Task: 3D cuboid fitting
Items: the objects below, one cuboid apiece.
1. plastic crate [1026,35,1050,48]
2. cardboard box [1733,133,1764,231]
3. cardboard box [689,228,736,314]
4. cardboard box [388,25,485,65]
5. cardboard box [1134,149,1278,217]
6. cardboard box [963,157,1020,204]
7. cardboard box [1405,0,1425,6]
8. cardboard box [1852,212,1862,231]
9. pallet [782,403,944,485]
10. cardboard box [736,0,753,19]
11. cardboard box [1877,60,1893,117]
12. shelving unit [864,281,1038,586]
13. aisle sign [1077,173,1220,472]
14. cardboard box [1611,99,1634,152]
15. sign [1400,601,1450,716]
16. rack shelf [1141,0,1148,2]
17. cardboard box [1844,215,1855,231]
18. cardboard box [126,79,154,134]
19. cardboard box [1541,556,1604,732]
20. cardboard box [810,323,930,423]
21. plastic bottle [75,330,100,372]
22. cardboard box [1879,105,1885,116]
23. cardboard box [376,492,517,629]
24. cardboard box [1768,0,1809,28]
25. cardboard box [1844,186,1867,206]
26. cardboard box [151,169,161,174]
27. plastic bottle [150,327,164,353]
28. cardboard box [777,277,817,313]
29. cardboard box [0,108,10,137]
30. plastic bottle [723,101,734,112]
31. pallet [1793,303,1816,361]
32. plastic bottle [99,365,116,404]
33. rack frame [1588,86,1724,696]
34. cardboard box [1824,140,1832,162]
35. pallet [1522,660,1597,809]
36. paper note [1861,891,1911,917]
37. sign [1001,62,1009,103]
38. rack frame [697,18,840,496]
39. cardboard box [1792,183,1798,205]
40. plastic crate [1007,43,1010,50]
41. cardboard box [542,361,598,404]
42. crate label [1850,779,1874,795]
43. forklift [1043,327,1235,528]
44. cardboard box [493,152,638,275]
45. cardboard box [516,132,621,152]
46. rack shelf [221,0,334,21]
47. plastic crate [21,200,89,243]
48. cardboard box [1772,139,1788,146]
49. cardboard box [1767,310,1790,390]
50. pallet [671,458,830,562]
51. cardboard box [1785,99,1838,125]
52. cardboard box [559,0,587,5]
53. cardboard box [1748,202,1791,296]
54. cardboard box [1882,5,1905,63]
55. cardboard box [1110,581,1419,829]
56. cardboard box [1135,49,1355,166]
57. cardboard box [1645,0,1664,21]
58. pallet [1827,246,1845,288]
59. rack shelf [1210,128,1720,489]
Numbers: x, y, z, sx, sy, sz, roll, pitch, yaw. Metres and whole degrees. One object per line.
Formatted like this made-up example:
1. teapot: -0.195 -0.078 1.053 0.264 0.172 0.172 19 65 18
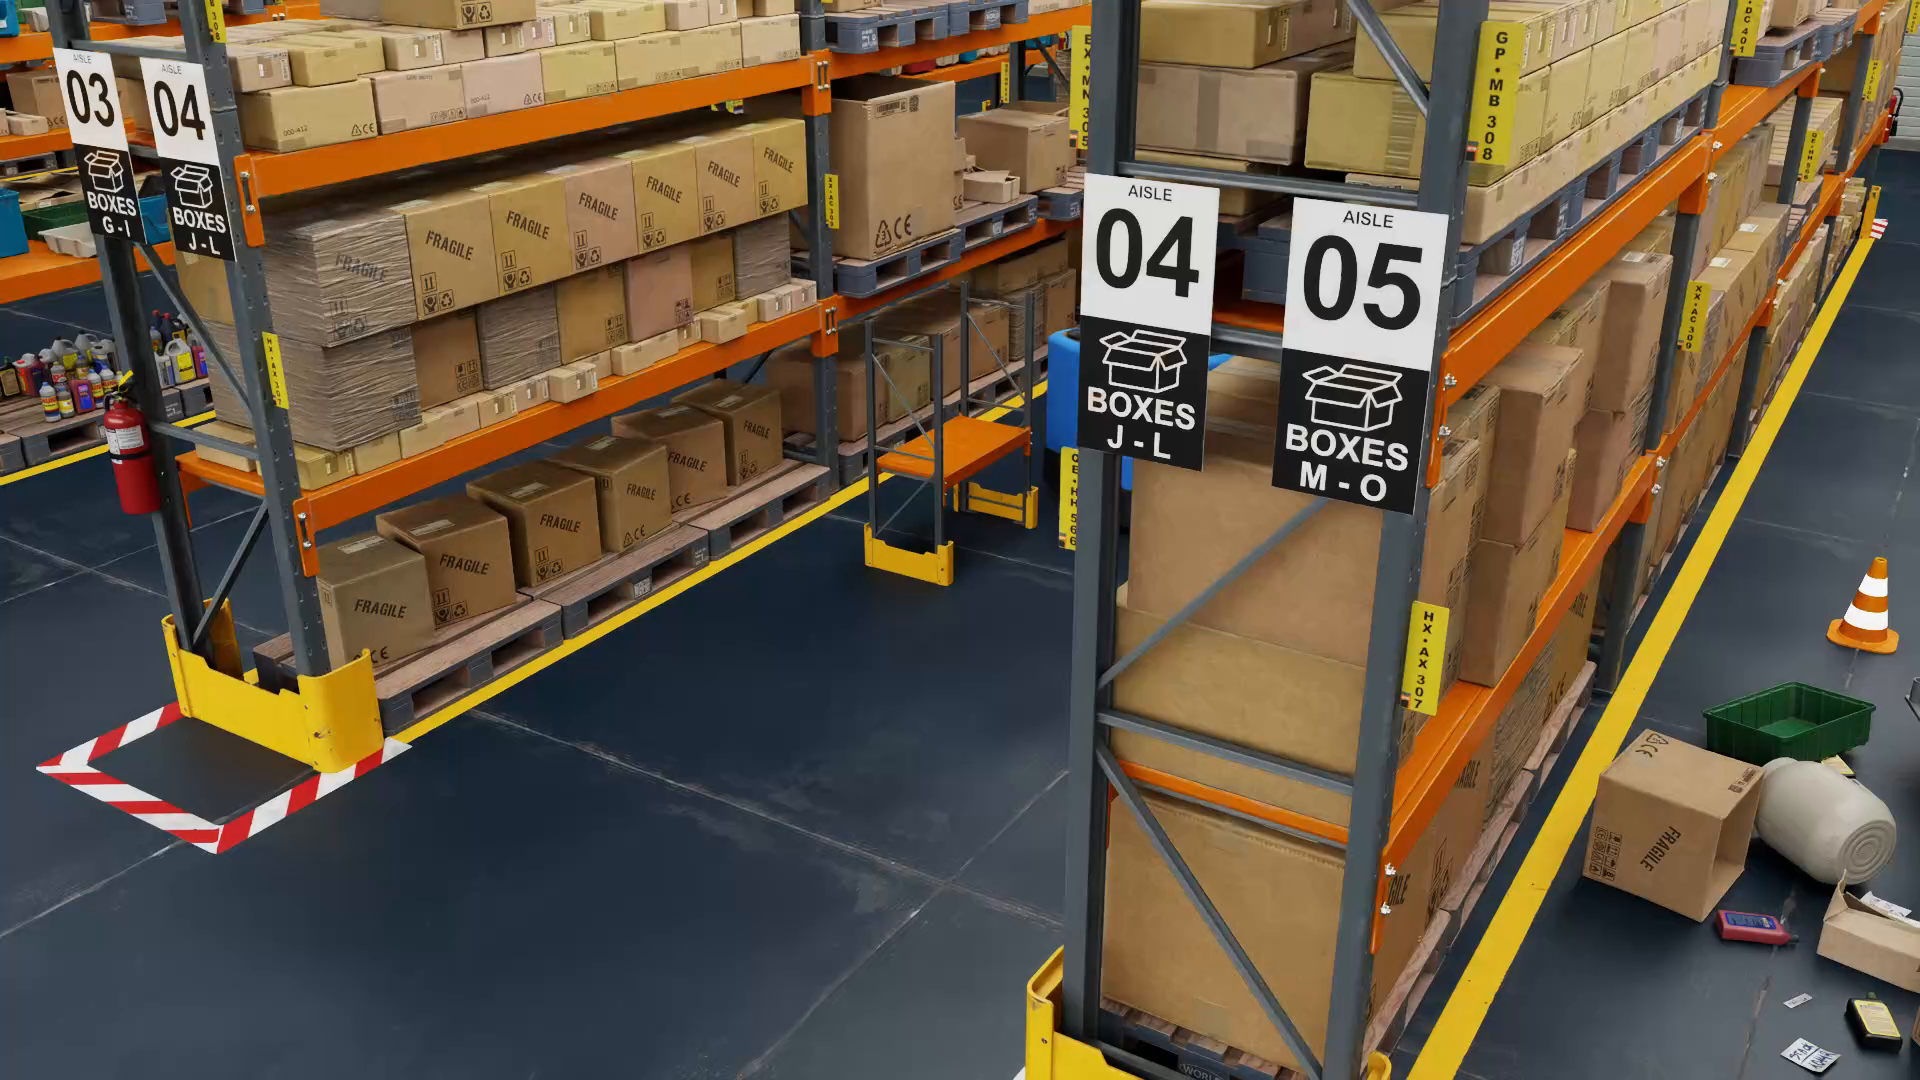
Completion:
1. plastic crate: 0.853 -6.764 21.979 0.616 0.435 0.499 14 27 29
2. cardboard box: 4.508 -2.245 10.276 0.700 0.500 0.500 13 27 28
3. cardboard box: -1.835 -1.666 9.823 0.875 0.500 0.500 14 27 29
4. cardboard box: -2.436 -2.306 7.712 0.380 0.149 0.250 14 27 29
5. cardboard box: 0.686 -1.044 4.771 0.380 0.149 0.250 14 27 29
6. cardboard box: 0.208 -2.646 12.227 0.396 0.266 0.258 13 27 27
7. cardboard box: 1.359 -1.840 5.608 0.380 0.149 0.250 13 27 28
8. cardboard box: 9.089 -3.316 17.194 0.380 0.149 0.250 15 27 31
9. pallet: -0.842 -0.768 11.758 1.003 0.211 1.213 14 27 29
10. cardboard box: -1.396 -3.034 9.393 0.380 0.149 0.250 14 27 30
11. cardboard box: 8.685 -4.392 16.119 0.500 0.500 0.500 14 27 29
12. shelving unit: -0.040 -0.663 9.893 0.587 1.500 1.083 14 27 29
13. aisle sign: 0.507 -0.593 4.571 0.394 0.787 0.004 14 27 29
14. cardboard box: 2.052 -1.421 5.643 0.380 0.149 0.250 14 27 29
15. sign: 1.267 0.324 4.536 0.100 0.325 0.005 14 27 29
16. rack shelf: 1.913 -4.856 14.821 1.077 0.370 4.000 14 27 29
17. cardboard box: 8.668 -3.191 16.530 0.380 0.149 0.250 14 27 30
18. cardboard box: -3.323 -1.958 7.410 0.500 0.250 0.500 15 27 30
19. cardboard box: 2.518 0.269 7.998 0.875 0.875 0.875 14 27 30
20. cardboard box: -0.642 -1.199 11.836 0.700 0.500 0.500 14 27 29
21. plastic bottle: -6.562 -1.416 12.525 0.144 0.351 0.185 14 27 29
22. cardboard box: 9.307 -4.476 17.131 0.380 0.149 0.250 14 27 29
23. cardboard box: -2.732 0.104 8.852 0.500 0.500 0.500 -20 31 -39
24. cardboard box: 4.340 -3.076 9.025 0.500 0.500 0.500 14 27 29
25. cardboard box: 8.965 -3.500 16.870 0.380 0.149 0.250 13 27 28
26. cardboard box: -8.160 -3.825 17.536 0.500 0.311 0.500 14 27 29
27. plastic bottle: -6.212 -1.512 12.848 0.097 0.271 0.097 0 23 0
28. cardboard box: -1.115 -1.535 10.336 0.380 0.149 0.250 14 27 29
29. cardboard box: -9.443 -3.968 15.829 0.500 0.250 0.500 16 28 32
30. plastic bottle: -2.371 -4.467 16.939 0.061 0.283 0.133 14 27 29
31. pallet: 6.719 -1.868 14.299 1.003 0.211 1.213 14 27 29
32. plastic bottle: -6.115 -1.118 11.937 0.097 0.271 0.097 0 23 0
33. rack frame: 2.909 -0.711 8.116 1.000 3.000 0.127 14 27 29
34. cardboard box: 6.951 -3.225 13.711 0.380 0.149 0.250 14 27 29
35. pallet: 2.441 0.809 8.115 1.003 0.211 1.213 14 27 29
36. paper note: 3.747 1.497 6.763 0.155 0.023 0.172 -17 29 -35
37. sign: 0.385 -3.781 13.751 0.100 0.325 0.005 14 27 29
38. rack frame: -1.252 -1.784 10.596 1.000 3.000 0.127 14 27 29
39. cardboard box: 5.851 -2.520 12.083 0.380 0.149 0.250 15 28 31
40. plastic crate: 0.594 -6.466 21.666 0.396 0.136 0.243 14 27 29
41. cardboard box: -2.135 -0.851 8.757 0.380 0.149 0.250 14 27 29
42. crate label: 3.917 1.164 7.388 0.298 0.136 0.250 -3 24 -7
43. forklift: 2.083 -1.817 10.757 3.031 2.935 1.130 -13 27 -27
44. cardboard box: -2.049 -1.710 8.666 0.500 0.500 0.500 14 27 29
45. cardboard box: -2.232 -1.989 9.310 0.500 0.500 0.500 14 27 29
46. rack shelf: -4.404 -4.544 14.100 1.077 0.370 4.000 14 27 29
47. plastic crate: -6.415 -2.326 12.114 0.450 0.188 0.662 14 27 29
48. cardboard box: 5.840 -2.789 11.956 0.380 0.149 0.250 13 26 27
49. cardboard box: 5.871 -1.462 12.469 0.500 0.500 0.500 14 27 30
50. pallet: -1.576 -0.270 10.609 1.003 0.211 1.213 14 27 29
51. cardboard box: 6.942 -3.494 13.584 0.380 0.149 0.250 13 27 27
52. cardboard box: -2.236 -2.875 9.027 0.380 0.149 0.250 13 27 28
53. cardboard box: 5.009 -1.898 10.734 0.500 0.500 0.500 14 27 29
54. cardboard box: 8.675 -4.847 15.912 0.500 0.500 0.500 15 28 32
55. cardboard box: 0.956 0.436 5.279 0.875 0.550 0.550 14 27 29
56. cardboard box: 0.820 -1.267 4.786 0.500 0.250 0.500 14 27 30
57. cardboard box: 2.186 -1.874 5.685 0.380 0.149 0.250 14 27 30
58. pallet: 8.096 -2.779 16.403 1.003 0.211 1.213 14 27 29
59. rack shelf: 1.854 -1.082 6.104 1.077 0.370 4.000 14 27 29
